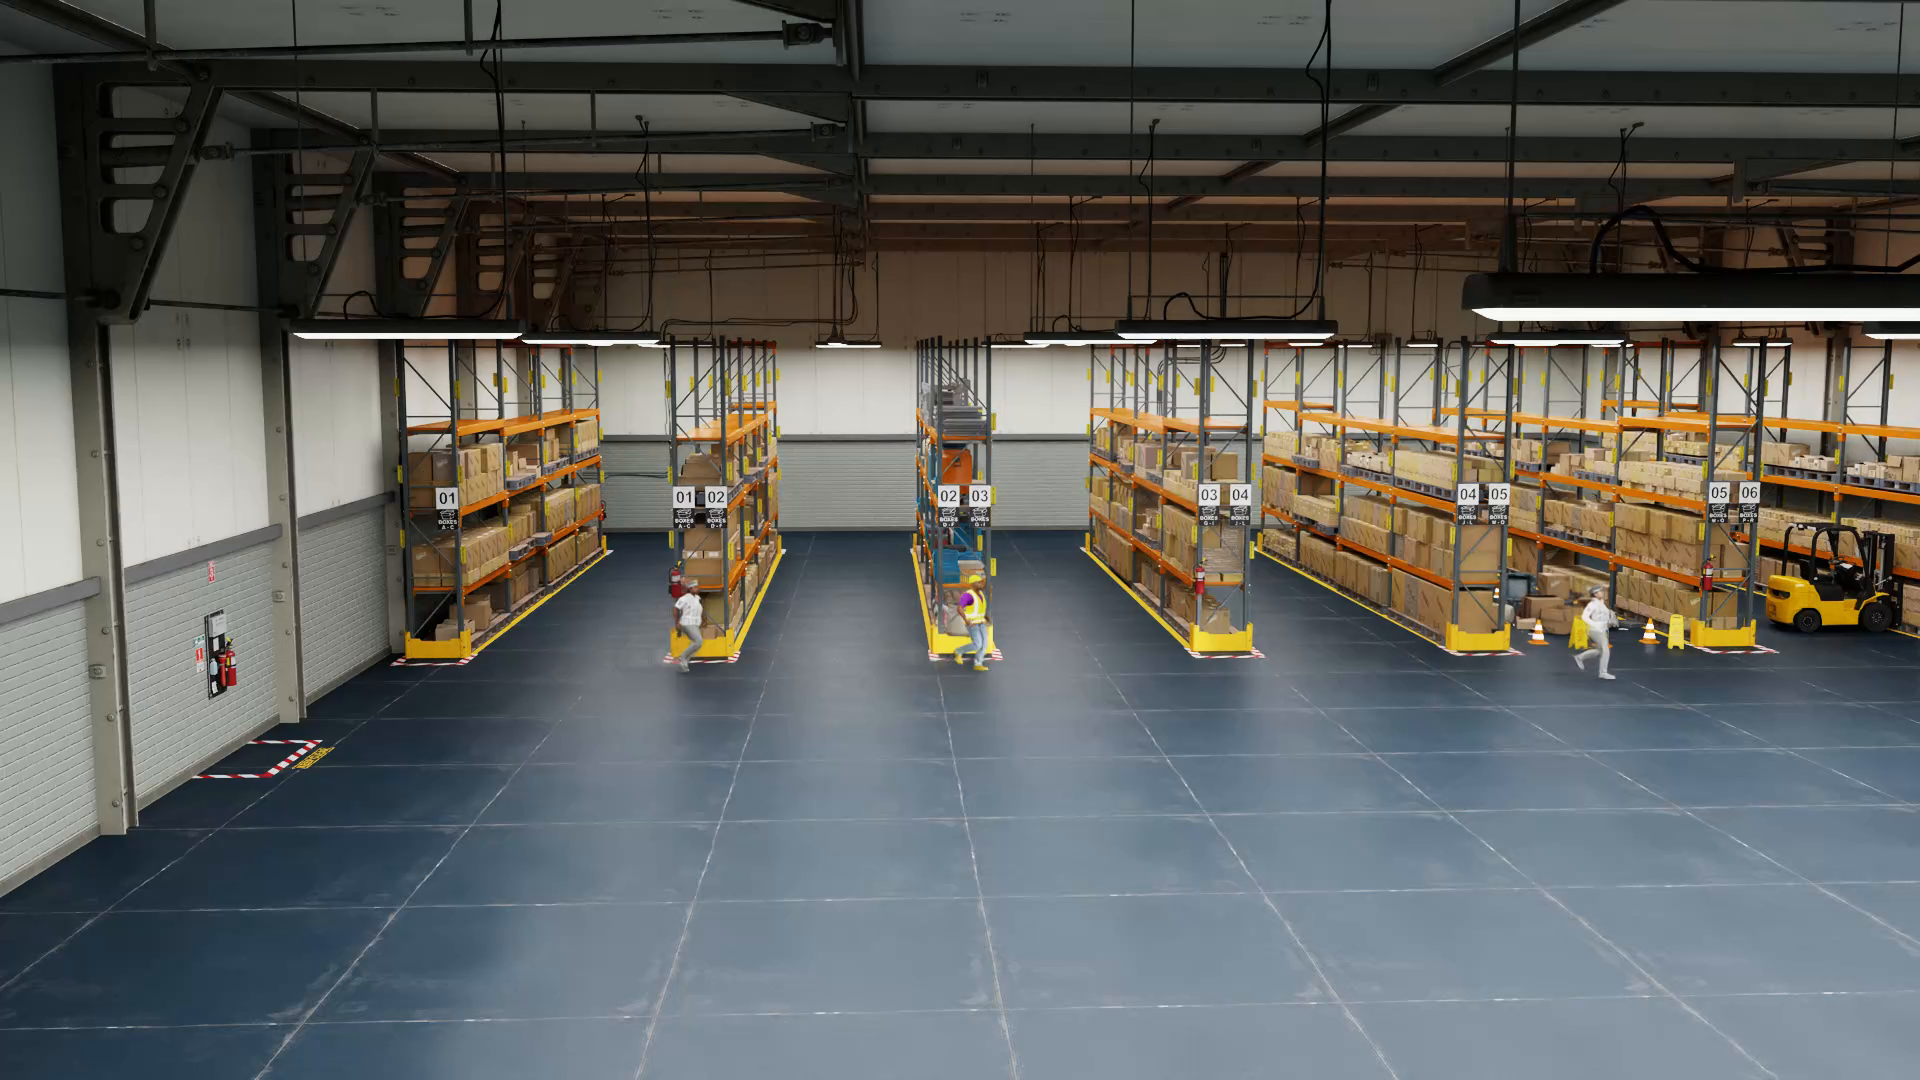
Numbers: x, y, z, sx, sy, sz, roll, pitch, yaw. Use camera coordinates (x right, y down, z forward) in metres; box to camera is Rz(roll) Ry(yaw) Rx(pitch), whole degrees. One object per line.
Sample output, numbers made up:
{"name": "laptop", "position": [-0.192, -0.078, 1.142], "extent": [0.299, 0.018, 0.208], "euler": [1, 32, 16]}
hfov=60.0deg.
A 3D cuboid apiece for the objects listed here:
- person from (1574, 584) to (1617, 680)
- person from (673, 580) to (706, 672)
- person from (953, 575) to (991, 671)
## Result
{"name": "person", "position": [11.152, 1.589, 29.156], "extent": [0.748, 1.660, 0.625], "euler": [6, 9, 41]}
{"name": "person", "position": [-4.758, 1.534, 29.763], "extent": [0.546, 1.640, 0.593], "euler": [4, 7, 29]}
{"name": "person", "position": [0.244, 1.484, 29.906], "extent": [0.691, 1.717, 0.734], "euler": [4, 8, 31]}
